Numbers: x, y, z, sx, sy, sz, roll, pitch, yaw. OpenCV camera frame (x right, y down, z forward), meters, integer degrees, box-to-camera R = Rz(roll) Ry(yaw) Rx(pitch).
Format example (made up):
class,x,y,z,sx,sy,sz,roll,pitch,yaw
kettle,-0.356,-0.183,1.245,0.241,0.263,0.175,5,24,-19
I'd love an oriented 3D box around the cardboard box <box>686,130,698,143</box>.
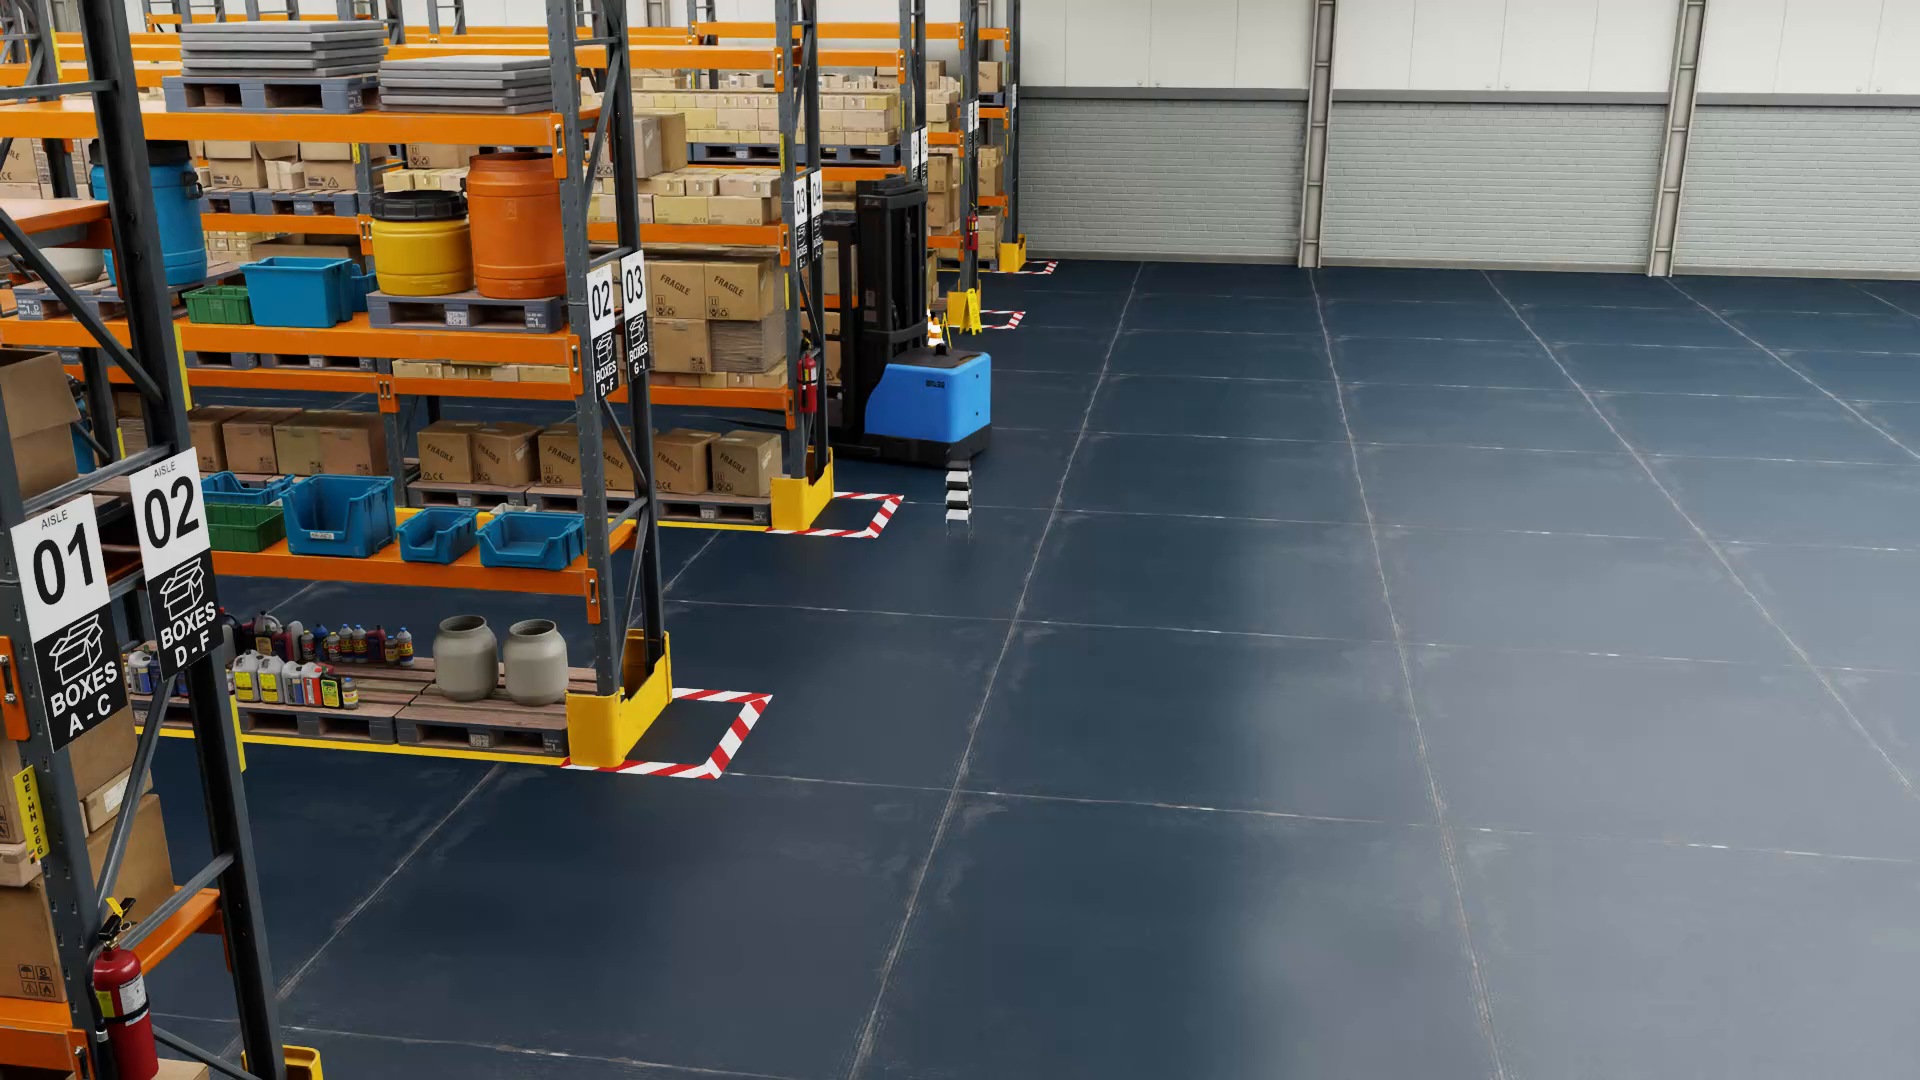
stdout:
class,x,y,z,sx,sy,sz,roll,pitch,yaw
cardboard box,-3.187,-4.815,19.763,0.250,0.149,0.380,3,19,8

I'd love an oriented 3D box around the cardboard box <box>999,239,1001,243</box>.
class,x,y,z,sx,sy,sz,roll,pitch,yaw
cardboard box,0.467,-5.332,30.129,0.500,0.250,0.500,3,19,9

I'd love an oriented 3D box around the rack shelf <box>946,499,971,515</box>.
class,x,y,z,sx,sy,sz,roll,pitch,yaw
rack shelf,-0.008,-0.310,15.148,0.200,0.077,0.258,3,19,9

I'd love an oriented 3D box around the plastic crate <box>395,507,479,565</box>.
class,x,y,z,sx,sy,sz,roll,pitch,yaw
plastic crate,-3.402,-0.034,10.859,0.408,0.251,0.499,3,19,9

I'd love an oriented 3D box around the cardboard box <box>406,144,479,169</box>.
class,x,y,z,sx,sy,sz,roll,pitch,yaw
cardboard box,-4.899,-3.797,15.729,0.500,0.500,0.500,2,19,7

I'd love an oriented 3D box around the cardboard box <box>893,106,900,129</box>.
class,x,y,z,sx,sy,sz,roll,pitch,yaw
cardboard box,-0.984,-5.083,19.935,0.500,0.250,0.500,3,19,9

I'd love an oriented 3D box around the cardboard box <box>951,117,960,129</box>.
class,x,y,z,sx,sy,sz,roll,pitch,yaw
cardboard box,-0.138,-6.217,24.772,0.250,0.149,0.380,3,19,9

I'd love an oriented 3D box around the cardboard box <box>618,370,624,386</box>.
class,x,y,z,sx,sy,sz,roll,pitch,yaw
cardboard box,-3.246,-1.564,15.592,0.250,0.149,0.380,3,19,9

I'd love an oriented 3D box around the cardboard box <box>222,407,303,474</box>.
class,x,y,z,sx,sy,sz,roll,pitch,yaw
cardboard box,-7.007,-1.011,16.789,0.500,0.500,0.700,1,19,4

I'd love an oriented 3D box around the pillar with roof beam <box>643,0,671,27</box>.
class,x,y,z,sx,sy,sz,roll,pitch,yaw
pillar with roof beam,-6.230,-8.466,26.370,0.400,9.000,9.100,3,19,9

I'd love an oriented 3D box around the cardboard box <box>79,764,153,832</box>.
class,x,y,z,sx,sy,sz,roll,pitch,yaw
cardboard box,-3.363,0.971,6.442,0.250,0.149,0.380,3,19,8

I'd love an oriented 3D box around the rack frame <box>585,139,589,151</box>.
class,x,y,z,sx,sy,sz,roll,pitch,yaw
rack frame,-6.977,-6.753,30.705,0.127,3.000,1.000,3,19,9

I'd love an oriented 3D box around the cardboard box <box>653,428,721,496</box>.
class,x,y,z,sx,sy,sz,roll,pitch,yaw
cardboard box,-2.644,-0.760,16.072,0.500,0.500,0.500,8,20,23

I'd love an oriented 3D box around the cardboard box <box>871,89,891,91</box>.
class,x,y,z,sx,sy,sz,roll,pitch,yaw
cardboard box,-1.165,-6.616,24.709,0.250,0.149,0.380,3,19,8

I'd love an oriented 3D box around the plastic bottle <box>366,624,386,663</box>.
class,x,y,z,sx,sy,sz,roll,pitch,yaw
plastic bottle,-4.181,0.735,11.914,0.133,0.283,0.061,3,19,10

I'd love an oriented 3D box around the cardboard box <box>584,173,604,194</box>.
class,x,y,z,sx,sy,sz,roll,pitch,yaw
cardboard box,-3.305,-3.243,15.096,0.250,0.149,0.380,2,19,6

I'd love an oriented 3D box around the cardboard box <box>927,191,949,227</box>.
class,x,y,z,sx,sy,sz,roll,pitch,yaw
cardboard box,-0.442,-4.925,24.615,0.500,0.500,0.500,3,19,8

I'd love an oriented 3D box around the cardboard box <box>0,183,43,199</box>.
class,x,y,z,sx,sy,sz,roll,pitch,yaw
cardboard box,-8.909,-3.341,16.017,0.500,0.250,0.500,3,19,10

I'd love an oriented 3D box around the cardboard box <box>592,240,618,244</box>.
class,x,y,z,sx,sy,sz,roll,pitch,yaw
cardboard box,-4.138,-3.994,20.523,0.550,0.550,0.875,3,19,9

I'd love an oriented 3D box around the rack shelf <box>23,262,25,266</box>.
class,x,y,z,sx,sy,sz,roll,pitch,yaw
rack shelf,-14.371,-3.603,22.424,4.000,0.370,1.077,3,19,9

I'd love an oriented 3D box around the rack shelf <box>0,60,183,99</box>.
class,x,y,z,sx,sy,sz,roll,pitch,yaw
rack shelf,-7.358,-4.307,15.703,4.000,0.370,1.077,3,19,9

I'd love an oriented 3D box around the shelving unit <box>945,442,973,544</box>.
class,x,y,z,sx,sy,sz,roll,pitch,yaw
shelving unit,-0.008,-0.427,15.108,0.210,0.900,0.258,3,19,9

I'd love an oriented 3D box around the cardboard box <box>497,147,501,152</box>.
class,x,y,z,sx,sy,sz,roll,pitch,yaw
cardboard box,-8.618,-7.025,30.695,0.637,0.503,0.797,2,19,7

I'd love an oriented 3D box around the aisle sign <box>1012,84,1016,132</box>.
class,x,y,z,sx,sy,sz,roll,pitch,yaw
aisle sign,0.940,-7.488,28.805,0.004,0.787,0.394,3,19,9

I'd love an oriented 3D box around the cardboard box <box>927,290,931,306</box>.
class,x,y,z,sx,sy,sz,roll,pitch,yaw
cardboard box,-0.727,-3.648,25.097,0.500,0.250,0.500,3,19,8

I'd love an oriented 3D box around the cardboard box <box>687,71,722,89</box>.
class,x,y,z,sx,sy,sz,roll,pitch,yaw
cardboard box,-4.539,-8.177,29.556,0.500,0.311,0.500,2,19,7

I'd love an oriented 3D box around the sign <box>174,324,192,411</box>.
class,x,y,z,sx,sy,sz,roll,pitch,yaw
sign,-2.915,-0.635,6.192,0.005,0.325,0.100,3,19,9

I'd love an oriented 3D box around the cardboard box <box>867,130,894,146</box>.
class,x,y,z,sx,sy,sz,roll,pitch,yaw
cardboard box,-0.930,-4.700,19.418,0.250,0.149,0.380,3,19,9

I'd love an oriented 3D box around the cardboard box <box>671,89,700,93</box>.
class,x,y,z,sx,sy,sz,roll,pitch,yaw
cardboard box,-3.341,-5.412,20.290,0.250,0.149,0.380,3,19,10

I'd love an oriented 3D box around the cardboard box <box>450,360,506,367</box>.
class,x,y,z,sx,sy,sz,roll,pitch,yaw
cardboard box,-4.461,-2.002,15.880,0.500,0.500,0.875,3,19,9

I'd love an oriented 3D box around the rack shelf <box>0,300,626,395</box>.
class,x,y,z,sx,sy,sz,roll,pitch,yaw
rack shelf,-4.195,-1.321,10.877,4.000,0.370,1.077,3,19,9

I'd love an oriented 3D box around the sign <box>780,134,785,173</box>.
class,x,y,z,sx,sy,sz,roll,pitch,yaw
sign,-1.542,-3.360,14.442,0.005,0.325,0.100,3,19,9

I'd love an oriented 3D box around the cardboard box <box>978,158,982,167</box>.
class,x,y,z,sx,sy,sz,roll,pitch,yaw
cardboard box,0.277,-6.639,29.184,0.250,0.149,0.380,3,19,10

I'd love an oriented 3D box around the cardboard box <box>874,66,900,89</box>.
class,x,y,z,sx,sy,sz,roll,pitch,yaw
cardboard box,-1.121,-8.139,29.137,0.637,0.503,0.797,4,19,10

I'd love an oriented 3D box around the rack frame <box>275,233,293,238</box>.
class,x,y,z,sx,sy,sz,roll,pitch,yaw
rack frame,-8.446,-3.642,21.407,0.127,3.000,1.000,3,19,9

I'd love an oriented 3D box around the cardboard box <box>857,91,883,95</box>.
class,x,y,z,sx,sy,sz,roll,pitch,yaw
cardboard box,-1.074,-5.297,19.946,0.250,0.149,0.380,3,19,9

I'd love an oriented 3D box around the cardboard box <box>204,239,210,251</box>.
class,x,y,z,sx,sy,sz,roll,pitch,yaw
cardboard box,-9.530,-3.771,21.057,0.250,0.149,0.380,3,19,10

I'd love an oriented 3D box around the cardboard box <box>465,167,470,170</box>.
class,x,y,z,sx,sy,sz,roll,pitch,yaw
cardboard box,-4.506,-3.479,15.801,0.250,0.149,0.380,2,19,6

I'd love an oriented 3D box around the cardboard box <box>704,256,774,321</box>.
class,x,y,z,sx,sy,sz,roll,pitch,yaw
cardboard box,-2.016,-2.303,15.205,0.500,0.500,0.500,3,19,9

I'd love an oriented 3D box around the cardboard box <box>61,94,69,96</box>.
class,x,y,z,sx,sy,sz,roll,pitch,yaw
cardboard box,-14.190,-7.136,26.444,0.500,0.311,0.500,3,19,10

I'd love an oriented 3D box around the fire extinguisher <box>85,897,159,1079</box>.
class,x,y,z,sx,sy,sz,roll,pitch,yaw
fire extinguisher,-2.966,1.601,5.860,0.183,0.674,0.296,3,19,9

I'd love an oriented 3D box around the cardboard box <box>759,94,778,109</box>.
class,x,y,z,sx,sy,sz,roll,pitch,yaw
cardboard box,-2.189,-5.142,19.483,0.250,0.149,0.380,3,19,8

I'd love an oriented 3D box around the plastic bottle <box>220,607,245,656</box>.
class,x,y,z,sx,sy,sz,roll,pitch,yaw
plastic bottle,-5.298,0.659,12.034,0.185,0.351,0.144,2,19,6

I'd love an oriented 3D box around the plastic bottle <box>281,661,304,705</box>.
class,x,y,z,sx,sy,sz,roll,pitch,yaw
plastic bottle,-4.484,0.961,11.250,0.135,0.276,0.152,2,19,7

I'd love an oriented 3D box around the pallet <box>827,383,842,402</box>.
class,x,y,z,sx,sy,sz,roll,pitch,yaw
pallet,-1.350,-1.933,20.693,1.213,0.211,1.003,3,19,9

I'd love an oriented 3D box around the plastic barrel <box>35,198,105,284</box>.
class,x,y,z,sx,sy,sz,roll,pitch,yaw
plastic barrel,-5.775,-1.932,10.730,0.421,0.512,0.421,0,18,0

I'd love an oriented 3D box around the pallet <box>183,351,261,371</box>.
class,x,y,z,sx,sy,sz,roll,pitch,yaw
pallet,-7.372,-1.915,16.549,1.213,0.211,1.003,3,19,9

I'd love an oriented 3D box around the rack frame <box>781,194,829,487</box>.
class,x,y,z,sx,sy,sz,roll,pitch,yaw
rack frame,-1.434,-1.690,15.575,0.127,3.000,1.000,3,19,9

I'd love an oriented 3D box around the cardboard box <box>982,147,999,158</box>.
class,x,y,z,sx,sy,sz,roll,pitch,yaw
cardboard box,0.534,-6.799,29.193,0.250,0.149,0.380,3,19,9

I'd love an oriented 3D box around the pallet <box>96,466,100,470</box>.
class,x,y,z,sx,sy,sz,roll,pitch,yaw
pallet,-8.562,-0.731,17.102,1.213,0.211,1.003,3,19,9

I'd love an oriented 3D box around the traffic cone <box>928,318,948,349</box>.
class,x,y,z,sx,sy,sz,roll,pitch,yaw
traffic cone,-0.332,-2.845,23.023,0.334,0.463,0.336,3,19,9

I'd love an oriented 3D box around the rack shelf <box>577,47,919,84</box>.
class,x,y,z,sx,sy,sz,roll,pitch,yaw
rack shelf,-2.522,-5.654,19.730,4.000,0.370,1.077,3,19,9

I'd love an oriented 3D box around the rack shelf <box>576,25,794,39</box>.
class,x,y,z,sx,sy,sz,roll,pitch,yaw
rack shelf,-5.003,-8.967,29.630,4.000,0.370,1.077,3,19,9

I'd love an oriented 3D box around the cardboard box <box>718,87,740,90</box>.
class,x,y,z,sx,sy,sz,roll,pitch,yaw
cardboard box,-3.464,-6.730,25.050,0.250,0.149,0.380,3,19,10

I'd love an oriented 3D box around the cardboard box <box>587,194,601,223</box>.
class,x,y,z,sx,sy,sz,roll,pitch,yaw
cardboard box,-3.446,-3.063,15.186,0.500,0.250,0.500,3,19,8

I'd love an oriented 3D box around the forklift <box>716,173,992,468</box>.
class,x,y,z,sx,sy,sz,roll,pitch,yaw
forklift,-1.218,-2.441,17.925,3.031,2.935,1.130,8,20,23
